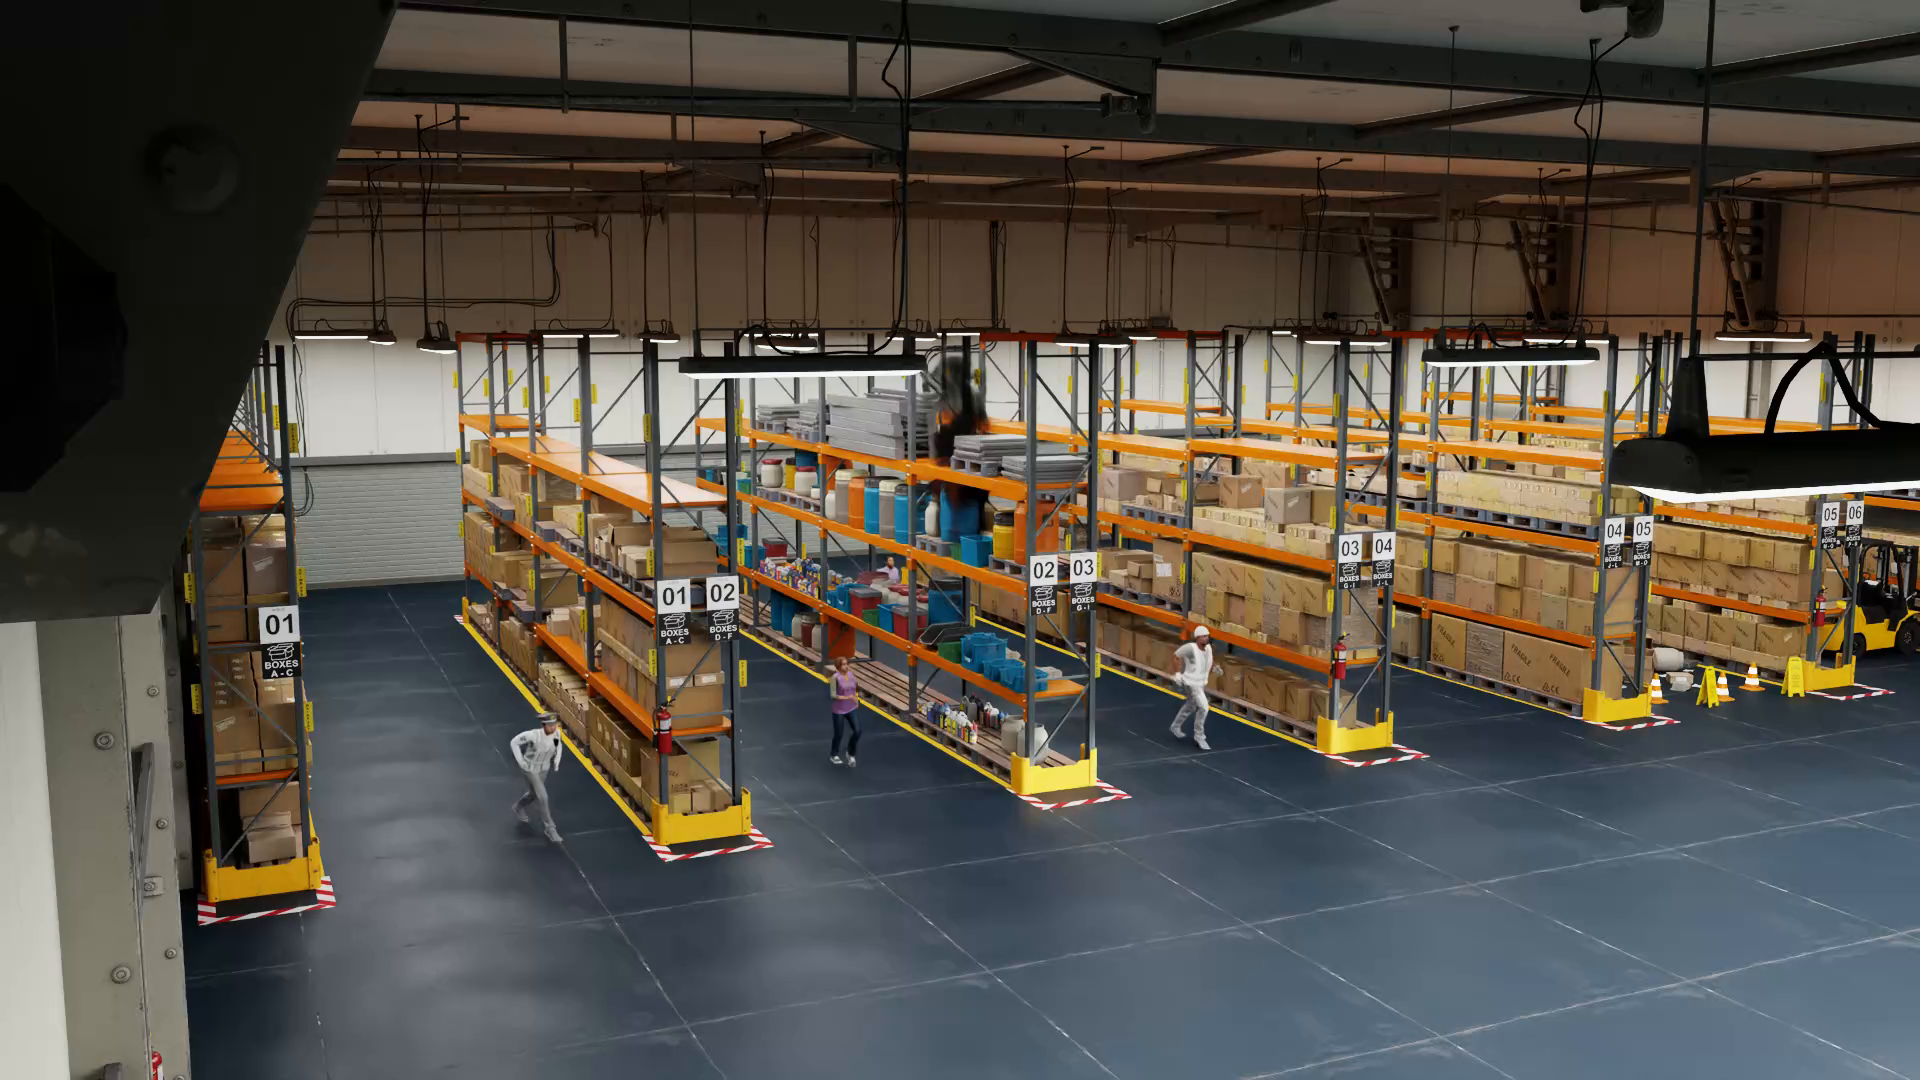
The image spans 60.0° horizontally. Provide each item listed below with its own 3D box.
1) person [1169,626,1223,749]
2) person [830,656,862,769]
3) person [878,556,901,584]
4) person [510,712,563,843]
[{"bbox_3d":[3.482,2.156,24.608,0.883,1.818,0.598,6,10,39],"label":"person"},{"bbox_3d":[-1.605,2.413,23.262,0.508,1.604,0.667,-5,9,-32],"label":"person"},{"bbox_3d":[-1.415,1.098,33.003,0.595,1.601,0.561,-5,9,-34],"label":"person"},{"bbox_3d":[-5.210,2.843,20.290,0.980,1.628,0.655,8,11,44],"label":"person"}]
